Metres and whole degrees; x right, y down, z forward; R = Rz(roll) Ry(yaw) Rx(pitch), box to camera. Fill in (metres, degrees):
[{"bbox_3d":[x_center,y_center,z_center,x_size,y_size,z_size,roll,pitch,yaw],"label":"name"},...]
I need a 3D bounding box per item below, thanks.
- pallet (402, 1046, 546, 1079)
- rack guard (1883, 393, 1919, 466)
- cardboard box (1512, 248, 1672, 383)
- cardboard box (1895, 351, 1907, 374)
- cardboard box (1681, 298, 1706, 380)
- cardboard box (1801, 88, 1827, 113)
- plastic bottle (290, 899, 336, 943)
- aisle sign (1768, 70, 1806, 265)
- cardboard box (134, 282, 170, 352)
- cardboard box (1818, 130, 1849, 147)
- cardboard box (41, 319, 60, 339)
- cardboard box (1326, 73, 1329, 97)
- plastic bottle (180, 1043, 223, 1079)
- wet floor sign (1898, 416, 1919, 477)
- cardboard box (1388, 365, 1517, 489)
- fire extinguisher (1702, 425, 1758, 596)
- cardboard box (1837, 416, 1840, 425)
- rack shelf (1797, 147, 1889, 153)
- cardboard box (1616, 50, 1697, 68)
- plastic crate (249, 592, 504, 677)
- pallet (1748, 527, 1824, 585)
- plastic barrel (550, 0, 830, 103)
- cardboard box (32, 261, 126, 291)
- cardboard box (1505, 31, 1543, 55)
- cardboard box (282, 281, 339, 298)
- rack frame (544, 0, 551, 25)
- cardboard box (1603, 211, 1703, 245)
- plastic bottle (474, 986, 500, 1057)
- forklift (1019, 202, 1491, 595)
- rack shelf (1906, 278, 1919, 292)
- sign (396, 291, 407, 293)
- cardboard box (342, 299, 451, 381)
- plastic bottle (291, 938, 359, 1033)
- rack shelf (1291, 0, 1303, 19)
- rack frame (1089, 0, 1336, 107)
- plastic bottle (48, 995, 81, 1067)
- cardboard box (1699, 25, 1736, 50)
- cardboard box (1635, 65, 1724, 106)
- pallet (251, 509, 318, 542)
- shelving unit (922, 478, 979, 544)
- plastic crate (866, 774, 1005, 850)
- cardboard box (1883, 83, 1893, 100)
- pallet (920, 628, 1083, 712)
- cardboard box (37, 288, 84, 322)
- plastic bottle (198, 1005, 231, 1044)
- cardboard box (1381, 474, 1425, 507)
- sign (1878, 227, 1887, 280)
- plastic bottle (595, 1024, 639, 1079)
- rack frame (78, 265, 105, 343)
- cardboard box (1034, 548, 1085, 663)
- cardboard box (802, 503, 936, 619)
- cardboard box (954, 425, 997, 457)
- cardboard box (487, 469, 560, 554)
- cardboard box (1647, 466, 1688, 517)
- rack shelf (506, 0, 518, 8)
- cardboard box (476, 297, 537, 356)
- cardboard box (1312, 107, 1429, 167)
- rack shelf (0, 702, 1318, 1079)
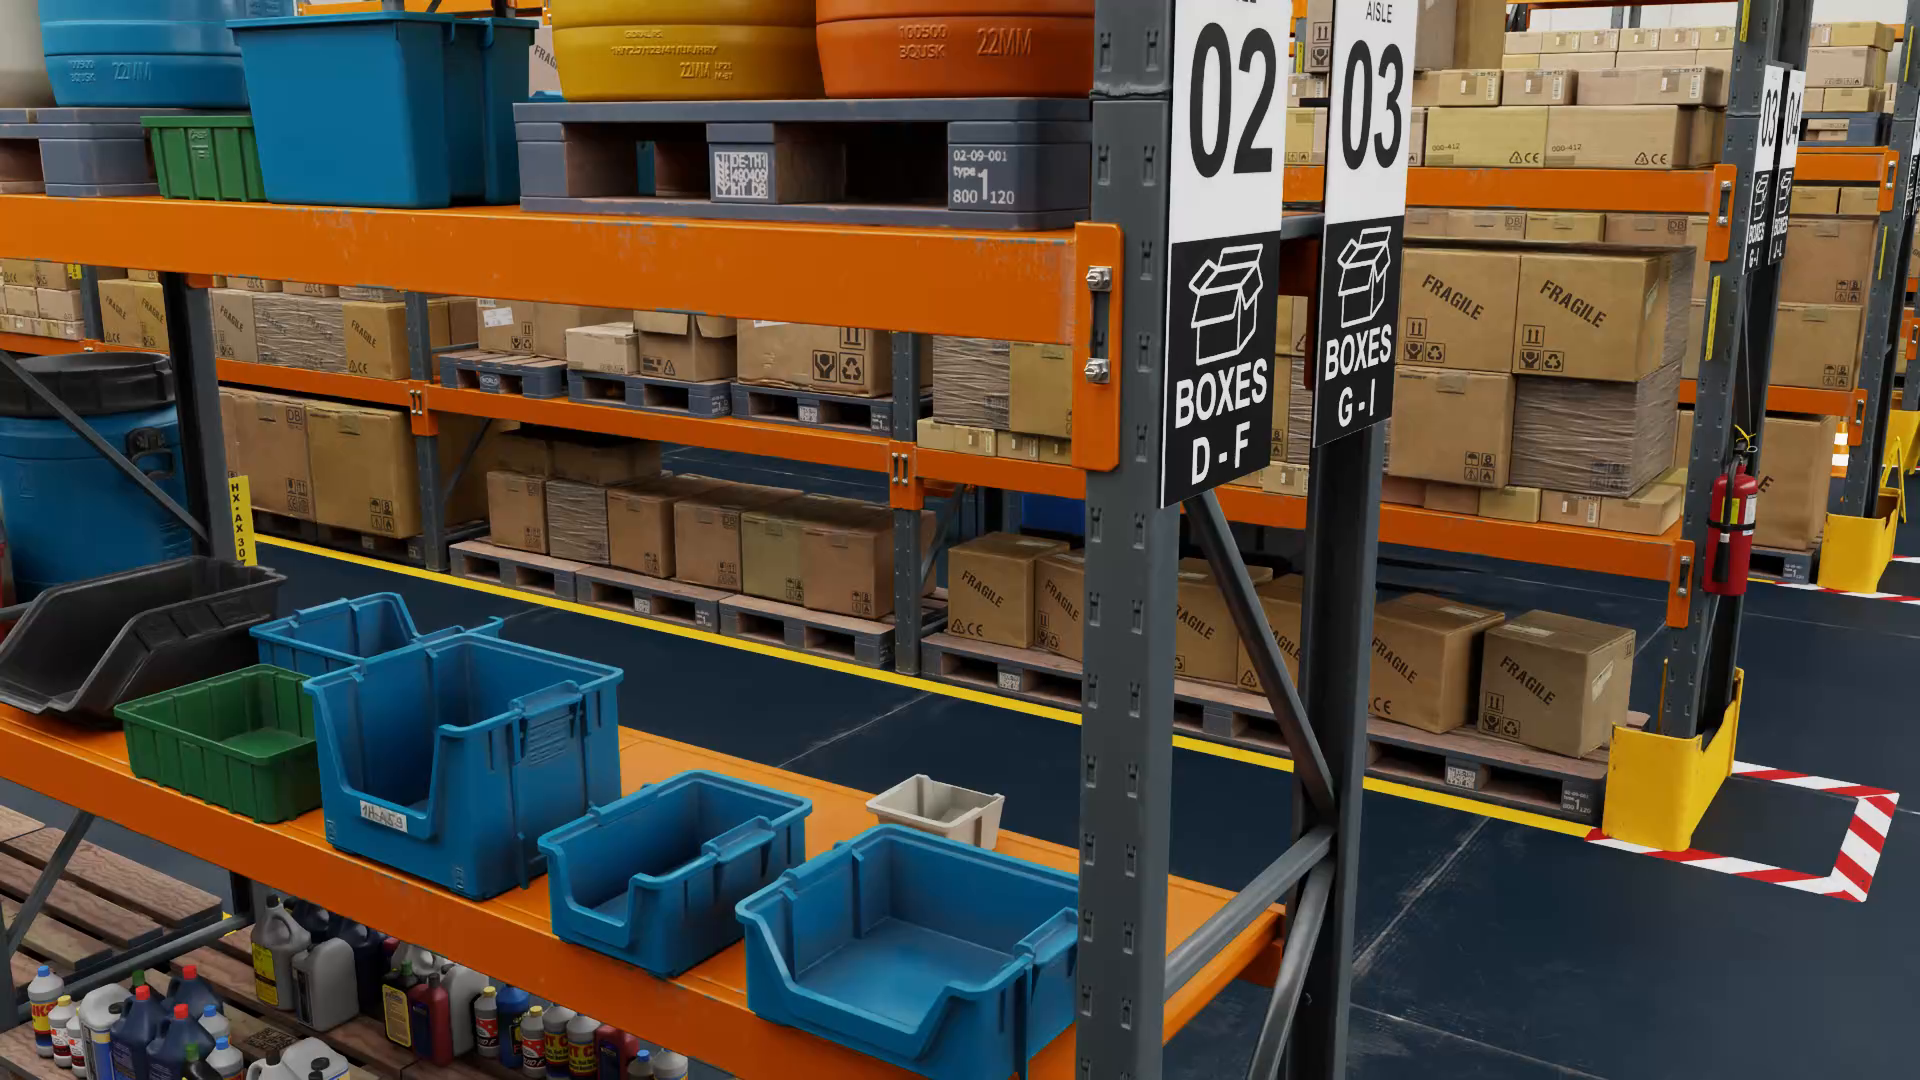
[{"bbox_3d":[-1.249,1.803,4.601,1.213,0.211,1.003,9,17,33],"label":"pallet"},{"bbox_3d":[8.752,-1.036,15.469,0.348,0.500,1.175,9,17,33],"label":"rack guard"},{"bbox_3d":[2.690,-0.966,7.077,0.500,0.500,0.500,9,17,33],"label":"cardboard box"},{"bbox_3d":[11.016,-2.099,19.408,0.500,0.250,0.500,9,17,33],"label":"cardboard box"},{"bbox_3d":[5.335,-1.422,11.513,0.550,0.550,0.875,9,17,33],"label":"cardboard box"},{"bbox_3d":[5.463,-2.837,10.738,0.250,0.149,0.380,9,17,33],"label":"cardboard box"},{"bbox_3d":[-2.104,1.289,5.472,0.185,0.351,0.144,9,16,31],"label":"plastic bottle"},{"bbox_3d":[3.503,-1.577,7.042,0.004,0.787,0.394,9,17,33],"label":"aisle sign"},{"bbox_3d":[-6.013,-1.743,12.913,0.500,0.500,0.500,9,17,33],"label":"cardboard box"},{"bbox_3d":[7.937,-3.635,15.046,0.250,0.149,0.380,10,17,34],"label":"cardboard box"},{"bbox_3d":[-7.323,-1.761,13.718,0.250,0.149,0.380,10,17,34],"label":"cardboard box"},{"bbox_3d":[1.804,-1.991,7.365,0.250,0.149,0.380,8,16,30],"label":"cardboard box"},{"bbox_3d":[-2.090,1.539,4.600,0.133,0.283,0.061,10,17,35],"label":"plastic bottle"},{"bbox_3d":[8.376,-0.858,14.446,0.267,0.644,0.232,-10,17,-35],"label":"wet floor sign"},{"bbox_3d":[2.361,-0.579,7.592,0.500,0.500,0.875,9,17,33],"label":"cardboard box"},{"bbox_3d":[3.122,-0.119,6.722,0.183,0.674,0.296,9,17,33],"label":"fire extinguisher"},{"bbox_3d":[7.974,-1.167,15.642,0.500,0.250,0.500,9,17,33],"label":"cardboard box"},{"bbox_3d":[7.156,-3.615,15.937,4.000,0.370,1.077,9,17,33],"label":"rack shelf"},{"bbox_3d":[4.744,-3.164,11.230,0.500,0.250,0.500,9,17,32],"label":"cardboard box"},{"bbox_3d":[-1.729,0.354,4.960,0.616,0.251,0.499,9,17,33],"label":"plastic crate"},{"bbox_3d":[5.429,0.023,11.791,1.213,0.211,1.003,9,17,33],"label":"pallet"},{"bbox_3d":[-0.497,-1.155,3.238,0.600,0.588,0.600,0,14,0],"label":"plastic barrel"},{"bbox_3d":[-7.204,-2.317,13.573,0.500,0.500,0.500,10,17,34],"label":"cardboard box"},{"bbox_3d":[3.986,-3.462,11.605,0.250,0.149,0.380,9,17,33],"label":"cardboard box"},{"bbox_3d":[-4.491,-2.061,12.112,0.637,0.503,0.797,10,17,34],"label":"cardboard box"},{"bbox_3d":[-3.821,-5.760,16.866,0.127,3.000,1.000,9,17,33],"label":"rack frame"},{"bbox_3d":[4.953,-2.051,11.807,0.550,0.550,0.875,9,17,33],"label":"cardboard box"},{"bbox_3d":[-1.431,1.463,5.078,0.097,0.201,0.097,0,14,0],"label":"plastic bottle"},{"bbox_3d":[1.934,-1.139,10.824,3.031,2.935,1.130,8,16,30],"label":"forklift"},{"bbox_3d":[9.923,-3.149,20.298,4.000,0.370,1.077,9,17,33],"label":"rack shelf"},{"bbox_3d":[-3.661,-1.787,10.892,0.005,0.325,0.100,9,17,33],"label":"sign"},{"bbox_3d":[-3.902,-1.402,11.536,0.500,0.500,0.500,10,17,35],"label":"cardboard box"},{"bbox_3d":[-2.006,1.384,5.244,0.135,0.276,0.152,9,17,33],"label":"plastic bottle"},{"bbox_3d":[1.158,-4.412,13.750,4.000,0.370,1.077,9,17,33],"label":"rack shelf"},{"bbox_3d":[0.520,-2.188,2.436,0.127,3.000,1.000,9,17,33],"label":"rack frame"},{"bbox_3d":[-2.695,1.476,5.026,0.097,0.201,0.097,0,14,0],"label":"plastic bottle"},{"bbox_3d":[5.033,-3.293,10.921,0.250,0.149,0.380,10,17,34],"label":"cardboard box"},{"bbox_3d":[2.880,-1.815,6.655,0.250,0.149,0.380,9,17,33],"label":"cardboard box"},{"bbox_3d":[-4.974,-0.267,12.964,1.213,0.211,1.003,9,17,33],"label":"pallet"},{"bbox_3d":[-0.137,-0.605,12.269,0.503,1.200,0.258,9,17,33],"label":"shelving unit"},{"bbox_3d":[-0.043,0.668,3.932,0.250,0.136,0.298,9,17,33],"label":"plastic crate"},{"bbox_3d":[8.177,-3.990,14.818,0.250,0.149,0.380,10,17,34],"label":"cardboard box"},{"bbox_3d":[0.542,0.637,9.313,1.213,0.211,1.003,9,17,33],"label":"pallet"},{"bbox_3d":[-7.186,-1.951,13.657,0.500,0.250,0.500,9,16,32],"label":"cardboard box"},{"bbox_3d":[-2.173,1.485,4.846,0.097,0.271,0.097,0,14,0],"label":"plastic bottle"},{"bbox_3d":[2.106,-0.274,7.711,0.250,0.149,0.380,9,17,33],"label":"cardboard box"},{"bbox_3d":[5.822,-1.810,10.489,0.005,0.325,0.100,9,17,33],"label":"sign"},{"bbox_3d":[-0.988,1.490,4.801,0.133,0.283,0.061,10,17,34],"label":"plastic bottle"},{"bbox_3d":[-6.673,-1.873,13.647,0.127,3.000,1.000,9,17,33],"label":"rack frame"},{"bbox_3d":[0.754,0.346,9.010,0.500,0.500,0.500,-11,17,-36],"label":"cardboard box"},{"bbox_3d":[-0.532,0.113,9.910,0.500,0.500,0.700,8,16,29],"label":"cardboard box"},{"bbox_3d":[0.176,-0.553,8.838,0.250,0.149,0.380,9,17,33],"label":"cardboard box"},{"bbox_3d":[-2.787,-0.251,11.381,0.500,0.500,0.700,8,16,30],"label":"cardboard box"},{"bbox_3d":[3.181,-0.227,7.522,0.250,0.149,0.380,9,17,33],"label":"cardboard box"},{"bbox_3d":[-1.694,-3.437,9.810,4.000,0.370,1.077,9,17,33],"label":"rack shelf"},{"bbox_3d":[-2.883,-1.524,11.157,0.500,0.500,0.500,7,15,26],"label":"cardboard box"},{"bbox_3d":[1.906,-1.798,7.413,0.500,0.250,0.500,10,17,34],"label":"cardboard box"},{"bbox_3d":[-1.139,0.805,4.326,4.000,0.370,1.077,9,17,33],"label":"rack shelf"}]
